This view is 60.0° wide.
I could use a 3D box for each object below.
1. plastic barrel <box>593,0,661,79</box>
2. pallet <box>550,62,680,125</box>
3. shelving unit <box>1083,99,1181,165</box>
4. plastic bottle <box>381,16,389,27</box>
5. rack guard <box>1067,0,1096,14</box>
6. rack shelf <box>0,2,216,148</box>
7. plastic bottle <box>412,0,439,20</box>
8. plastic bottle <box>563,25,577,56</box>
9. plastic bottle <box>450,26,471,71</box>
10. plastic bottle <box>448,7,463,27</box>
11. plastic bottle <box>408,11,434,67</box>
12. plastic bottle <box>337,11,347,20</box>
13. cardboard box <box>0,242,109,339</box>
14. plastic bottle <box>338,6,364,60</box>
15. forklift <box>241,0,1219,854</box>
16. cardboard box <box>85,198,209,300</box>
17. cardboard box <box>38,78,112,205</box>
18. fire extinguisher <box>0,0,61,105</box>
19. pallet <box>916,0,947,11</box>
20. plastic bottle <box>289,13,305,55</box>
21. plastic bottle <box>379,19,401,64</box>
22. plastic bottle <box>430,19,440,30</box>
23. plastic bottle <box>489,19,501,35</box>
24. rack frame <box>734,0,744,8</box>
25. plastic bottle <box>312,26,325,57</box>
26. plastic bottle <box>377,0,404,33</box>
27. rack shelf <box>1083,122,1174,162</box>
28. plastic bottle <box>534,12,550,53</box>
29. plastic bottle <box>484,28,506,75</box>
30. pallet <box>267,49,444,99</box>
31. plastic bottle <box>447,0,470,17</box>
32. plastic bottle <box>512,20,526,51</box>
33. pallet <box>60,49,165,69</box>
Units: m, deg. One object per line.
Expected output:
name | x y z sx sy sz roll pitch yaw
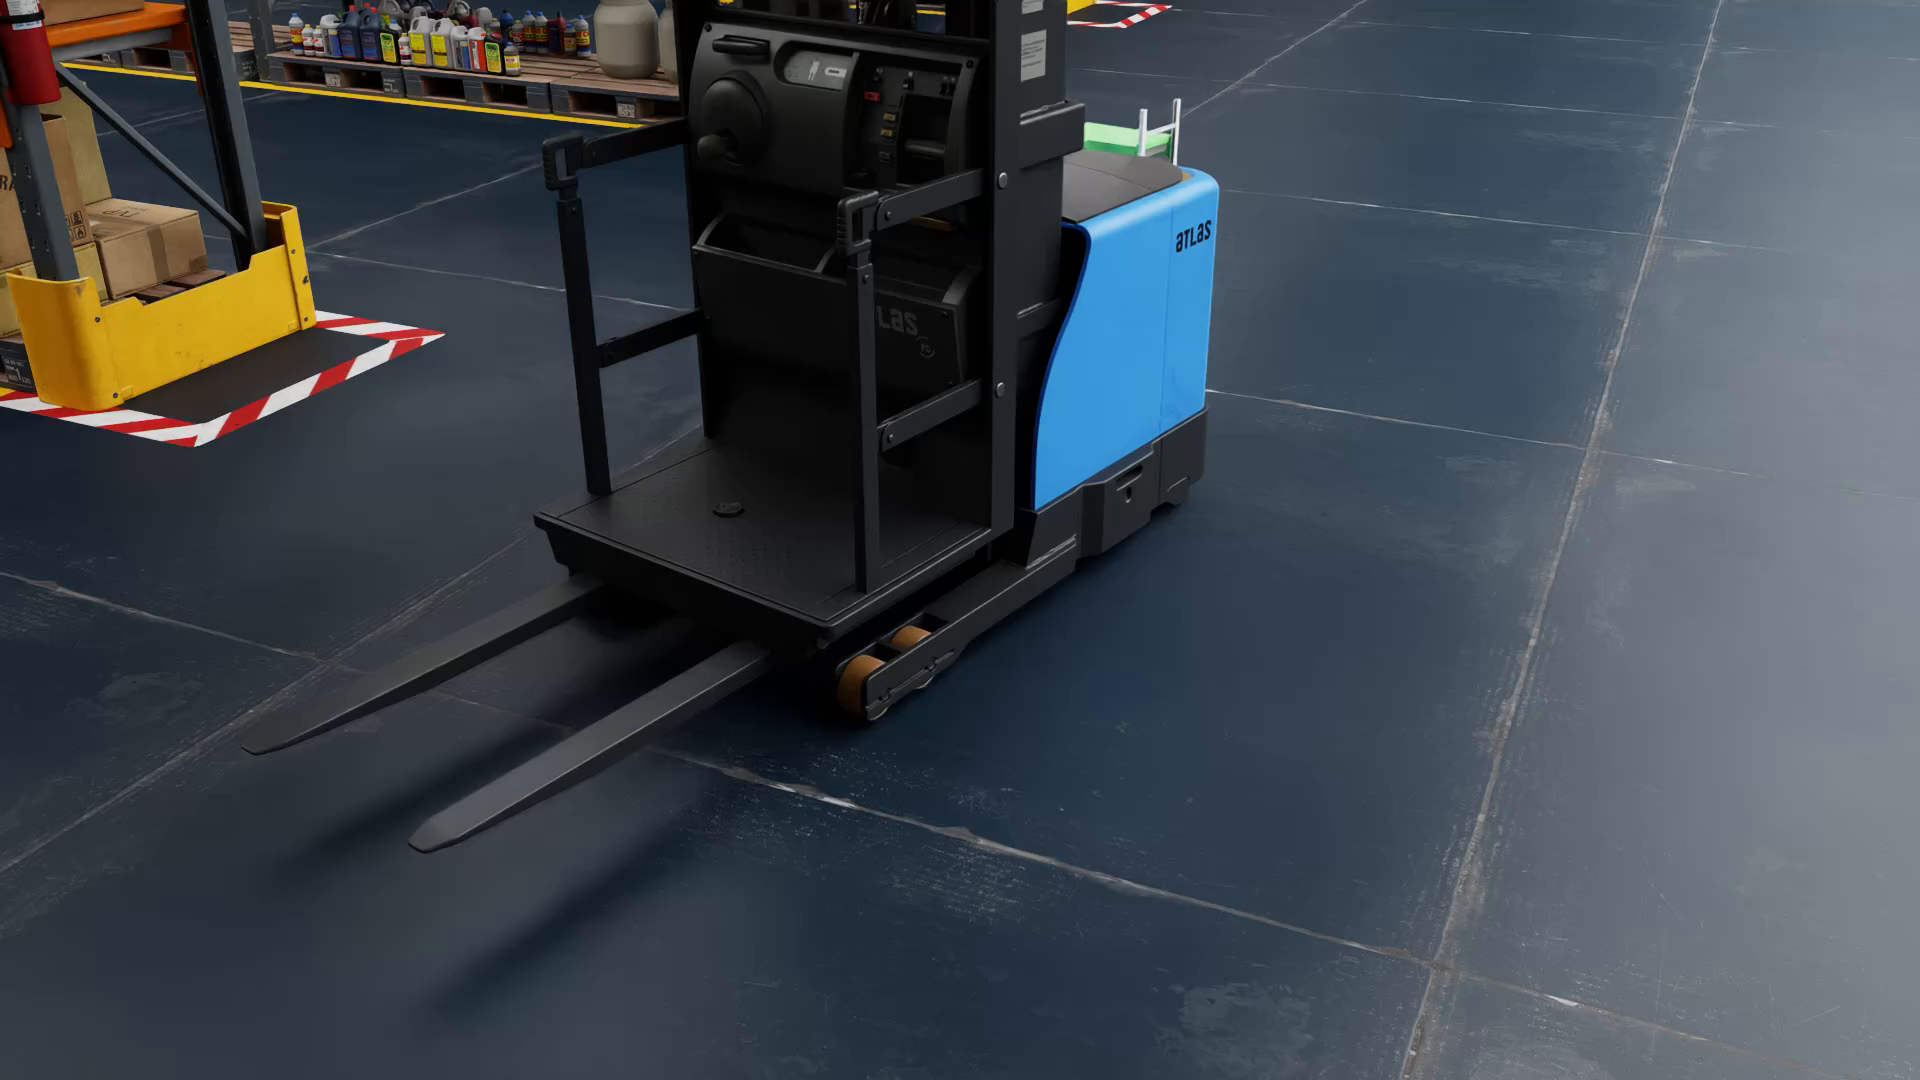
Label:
plastic barrel | -2.194 -3.331 10.962 0.421 0.512 0.421 0 26 0
pallet | -1.933 -2.972 11.048 1.213 0.211 1.003 11 28 22
shelving unit | 0.448 -0.937 5.789 0.503 1.200 0.258 18 30 32
plastic bottle | -4.003 -3.490 11.534 0.097 0.271 0.097 0 26 0
rack guard | 0.874 -4.962 14.762 0.348 0.500 1.175 11 28 22
rack shelf | -4.981 -2.130 6.994 4.000 0.370 1.077 11 28 22
plastic bottle | -3.868 -3.781 12.035 0.185 0.351 0.144 10 28 19
plastic bottle | -2.722 -3.495 11.624 0.097 0.201 0.097 0 26 0
plastic bottle | -3.304 -3.295 11.133 0.135 0.276 0.152 11 28 20
plastic bottle | -3.593 -3.646 11.837 0.133 0.283 0.061 11 28 22
plastic bottle | -3.626 -3.391 11.243 0.185 0.351 0.144 11 28 21
plastic bottle | -4.290 -3.548 11.638 0.133 0.283 0.061 11 28 22
cardboard box | -3.771 -1.021 6.565 0.500 0.250 0.500 11 28 22
plastic bottle | -4.185 -3.504 11.471 0.185 0.351 0.144 12 29 23
forklift | -0.469 -1.093 4.153 1.130 2.935 3.031 18 32 32
cardboard box | -3.556 -1.229 6.988 0.500 0.250 0.500 11 28 22
cardboard box | -4.012 -1.656 7.007 0.500 0.500 0.500 11 28 22
fire extinguisher | -3.245 -1.844 5.686 0.183 0.674 0.296 11 28 22
pallet | 0.150 -4.995 15.156 1.213 0.211 1.003 11 28 22
plastic bottle | -4.639 -3.548 11.651 0.097 0.271 0.097 0 26 0
plastic bottle | -3.880 -3.392 11.321 0.133 0.283 0.061 13 29 24
plastic bottle | -3.588 -3.422 11.390 0.135 0.276 0.152 11 28 22
plastic bottle | -3.308 -3.613 11.863 0.097 0.201 0.097 0 26 0
rack frame | -1.107 -4.078 10.137 0.127 3.000 1.000 11 28 22
plastic bottle | -4.454 -3.479 11.591 0.097 0.201 0.097 0 26 0
plastic bottle | -4.102 -3.758 11.988 0.185 0.351 0.144 11 28 22
rack shelf | 0.453 -1.312 5.610 0.480 0.148 0.258 18 30 32
plastic bottle | -2.940 -3.571 11.697 0.097 0.271 0.097 0 26 0
plastic bottle | -3.074 -3.230 10.992 0.133 0.283 0.061 12 29 23
pallet | -4.154 -3.419 11.955 1.213 0.211 1.003 11 28 22
plastic bottle | -3.574 -3.722 11.915 0.185 0.351 0.144 11 28 21
plastic bottle | -3.121 -3.576 11.787 0.097 0.201 0.097 0 26 0
pallet | -6.593 -3.909 12.950 1.213 0.211 1.003 11 28 22
